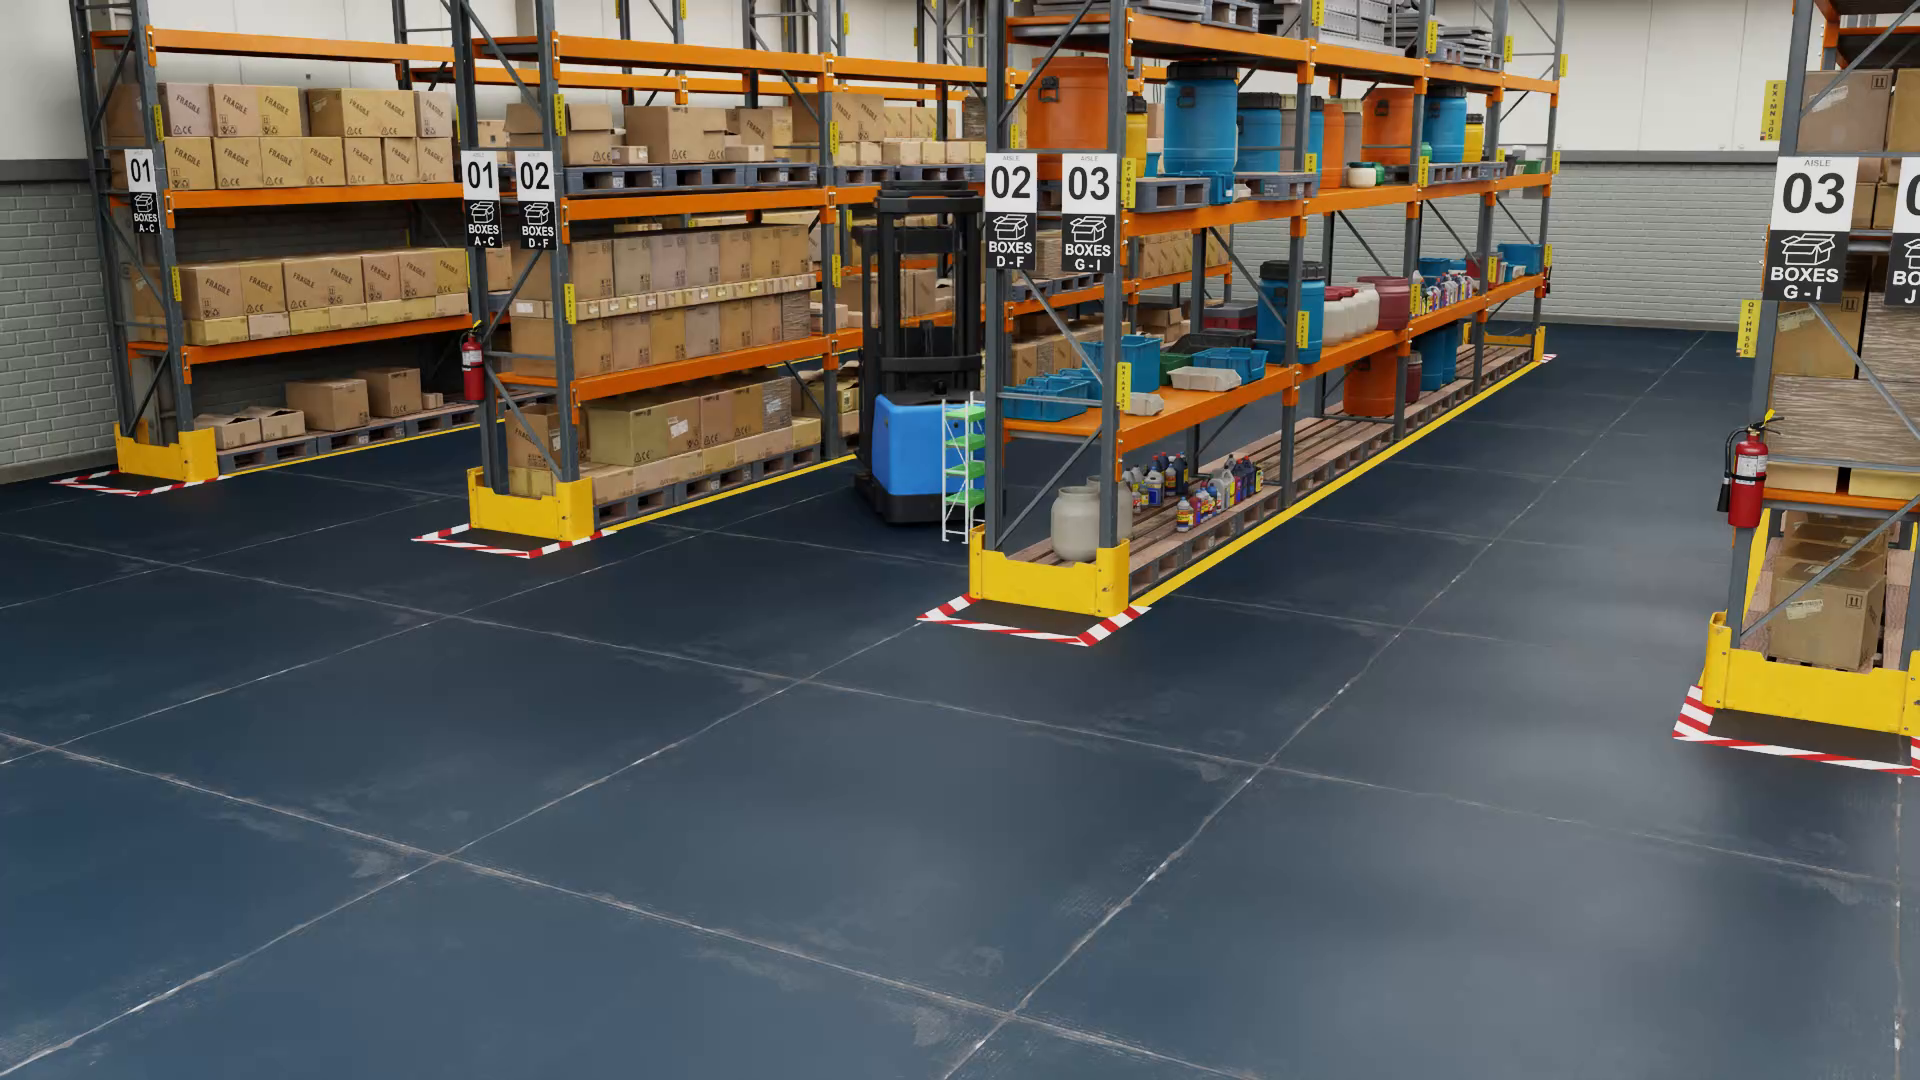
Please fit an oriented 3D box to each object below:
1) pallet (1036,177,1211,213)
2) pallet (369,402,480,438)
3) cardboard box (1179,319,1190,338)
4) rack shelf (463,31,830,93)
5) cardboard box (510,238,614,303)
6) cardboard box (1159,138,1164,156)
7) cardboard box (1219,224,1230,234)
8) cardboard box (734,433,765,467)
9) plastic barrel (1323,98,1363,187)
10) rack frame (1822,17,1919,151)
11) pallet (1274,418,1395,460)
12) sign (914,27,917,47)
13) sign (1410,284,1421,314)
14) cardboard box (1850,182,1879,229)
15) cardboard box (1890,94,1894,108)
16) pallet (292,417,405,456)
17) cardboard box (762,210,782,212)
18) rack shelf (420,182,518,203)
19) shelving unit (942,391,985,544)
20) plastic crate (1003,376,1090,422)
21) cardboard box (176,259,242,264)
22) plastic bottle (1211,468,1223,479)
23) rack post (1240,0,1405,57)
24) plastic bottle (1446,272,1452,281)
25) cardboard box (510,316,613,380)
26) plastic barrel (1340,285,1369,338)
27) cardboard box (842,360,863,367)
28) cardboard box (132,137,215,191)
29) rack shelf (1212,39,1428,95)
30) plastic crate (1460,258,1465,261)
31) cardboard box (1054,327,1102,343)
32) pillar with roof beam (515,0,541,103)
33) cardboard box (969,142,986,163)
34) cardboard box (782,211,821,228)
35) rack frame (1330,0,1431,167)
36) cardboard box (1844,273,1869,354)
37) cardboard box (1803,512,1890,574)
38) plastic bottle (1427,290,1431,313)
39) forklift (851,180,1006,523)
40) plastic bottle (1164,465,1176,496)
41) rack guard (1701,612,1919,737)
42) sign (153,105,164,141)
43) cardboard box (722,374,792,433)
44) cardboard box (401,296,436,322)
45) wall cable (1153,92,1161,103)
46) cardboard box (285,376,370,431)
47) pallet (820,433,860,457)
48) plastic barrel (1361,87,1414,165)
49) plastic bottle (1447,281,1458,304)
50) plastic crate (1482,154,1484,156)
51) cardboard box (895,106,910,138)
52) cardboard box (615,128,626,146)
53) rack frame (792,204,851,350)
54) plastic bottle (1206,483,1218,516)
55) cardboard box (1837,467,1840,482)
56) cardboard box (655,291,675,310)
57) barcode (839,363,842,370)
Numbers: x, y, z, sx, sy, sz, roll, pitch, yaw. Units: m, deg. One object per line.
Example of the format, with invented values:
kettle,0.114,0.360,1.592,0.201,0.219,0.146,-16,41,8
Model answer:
pallet,1.131,-2.510,12.050,1.003,0.211,1.213,7,15,28
pallet,-6.387,-1.431,19.519,1.003,0.211,1.213,7,15,28
cardboard box,3.513,-3.376,26.566,0.500,0.250,0.500,7,15,28
rack shelf,-2.722,-4.330,15.182,1.077,0.370,4.000,7,15,28
cardboard box,-3.426,-2.332,14.324,0.700,0.500,0.500,7,15,28
cardboard box,2.805,-5.812,24.595,0.500,0.250,0.500,7,15,28
cardboard box,4.071,-5.242,27.031,0.500,0.500,0.500,7,15,28
cardboard box,-2.267,-0.910,16.378,0.500,0.250,0.500,7,15,28
plastic barrel,3.926,-4.185,17.522,0.600,0.901,0.600,0,14,0
rack frame,6.915,-4.161,12.094,1.000,3.000,0.127,7,15,28
pallet,4.104,-1.117,18.215,1.003,0.211,1.213,7,15,28
sign,-0.775,-8.902,29.428,0.100,0.325,0.005,7,15,28
sign,4.998,-2.645,18.257,0.100,0.325,0.005,7,15,28
cardboard box,4.992,-1.937,9.589,0.500,0.250,0.500,8,16,29
cardboard box,11.243,-5.203,19.890,0.500,0.250,0.500,6,15,24
pallet,-6.976,-1.180,18.477,1.003,0.211,1.213,7,15,28
cardboard box,-2.923,-4.964,25.735,0.500,0.250,0.500,8,15,29
rack shelf,-5.127,-4.447,21.216,1.077,0.370,4.000,7,15,28
shelving unit,0.080,-0.617,14.034,0.258,1.200,0.503,7,15,28
plastic crate,0.625,-1.050,12.305,0.499,0.251,0.616,7,15,28
cardboard box,-7.733,-2.632,17.229,0.500,0.500,0.500,8,16,29
plastic bottle,2.286,-0.503,14.594,0.152,0.276,0.135,7,15,28
rack post,3.456,-5.233,16.115,1.013,1.000,3.121,7,15,28
plastic bottle,6.162,-3.214,21.070,0.144,0.351,0.185,7,15,28
cardboard box,-3.452,-1.690,14.431,0.700,0.500,0.500,7,15,28
plastic barrel,3.999,-2.359,17.182,0.421,0.512,0.421,0,14,0
cardboard box,-1.075,-1.936,19.438,0.500,0.311,0.500,7,15,27
cardboard box,-7.647,-3.665,16.178,0.500,0.500,0.500,8,16,30
rack shelf,3.546,-4.589,16.255,1.077,0.370,4.000,7,15,28
plastic crate,7.654,-4.067,24.734,0.416,0.233,0.300,7,15,28
cardboard box,1.635,-2.671,23.107,0.500,0.500,0.500,8,16,29
pillar with roof beam,-1.777,-6.009,19.759,9.100,9.000,0.400,7,15,28
cardboard box,0.008,-4.679,20.064,0.500,0.250,0.500,6,15,24
cardboard box,-2.483,-4.909,25.504,0.500,0.250,0.500,8,16,29
rack frame,4.513,-5.543,17.826,1.000,3.000,0.127,7,15,28
cardboard box,5.511,-1.450,10.666,0.500,0.500,0.500,7,15,28
cardboard box,6.185,0.098,11.663,0.500,0.500,0.500,6,15,23
plastic bottle,5.485,-2.807,19.550,0.097,0.271,0.097,0,14,0
forklift,-0.402,-1.871,15.539,1.130,2.935,3.031,-3,14,-12
plastic bottle,1.861,-0.532,14.721,0.097,0.271,0.097,0,14,0
rack guard,5.018,0.775,9.751,1.175,0.500,0.348,7,15,28
sign,-7.552,-3.930,15.668,0.100,0.325,0.005,7,15,28
cardboard box,-2.040,-1.379,16.724,0.500,0.500,0.500,7,15,28
cardboard box,-6.305,-2.633,18.830,0.500,0.250,0.500,7,15,28
wall cable,2.755,-7.917,34.299,3.097,2.526,0.112,7,15,28
cardboard box,-6.940,-1.500,18.251,0.700,0.500,0.500,6,15,25
pallet,-1.433,-1.168,18.428,1.003,0.211,1.213,7,15,28
plastic barrel,4.790,-4.614,18.560,0.600,0.830,0.708,7,15,28
plastic bottle,6.119,-3.091,20.720,0.152,0.276,0.135,7,15,28
plastic crate,7.039,-5.249,23.258,0.437,0.282,0.530,7,15,28
cardboard box,-1.159,-6.895,27.444,0.500,0.500,0.500,7,15,28
cardboard box,-3.094,-3.615,15.222,0.500,0.311,0.500,10,17,35
rack frame,-2.226,-4.570,26.589,1.000,3.000,0.127,7,15,28
plastic bottle,2.107,-0.342,13.935,0.097,0.271,0.097,0,14,0
cardboard box,5.060,-0.435,9.975,0.380,0.149,0.250,7,15,28
cardboard box,-2.813,-2.179,15.076,0.380,0.149,0.250,7,15,26
barcode,-1.267,-1.839,17.606,0.001,0.075,0.075,7,15,28
